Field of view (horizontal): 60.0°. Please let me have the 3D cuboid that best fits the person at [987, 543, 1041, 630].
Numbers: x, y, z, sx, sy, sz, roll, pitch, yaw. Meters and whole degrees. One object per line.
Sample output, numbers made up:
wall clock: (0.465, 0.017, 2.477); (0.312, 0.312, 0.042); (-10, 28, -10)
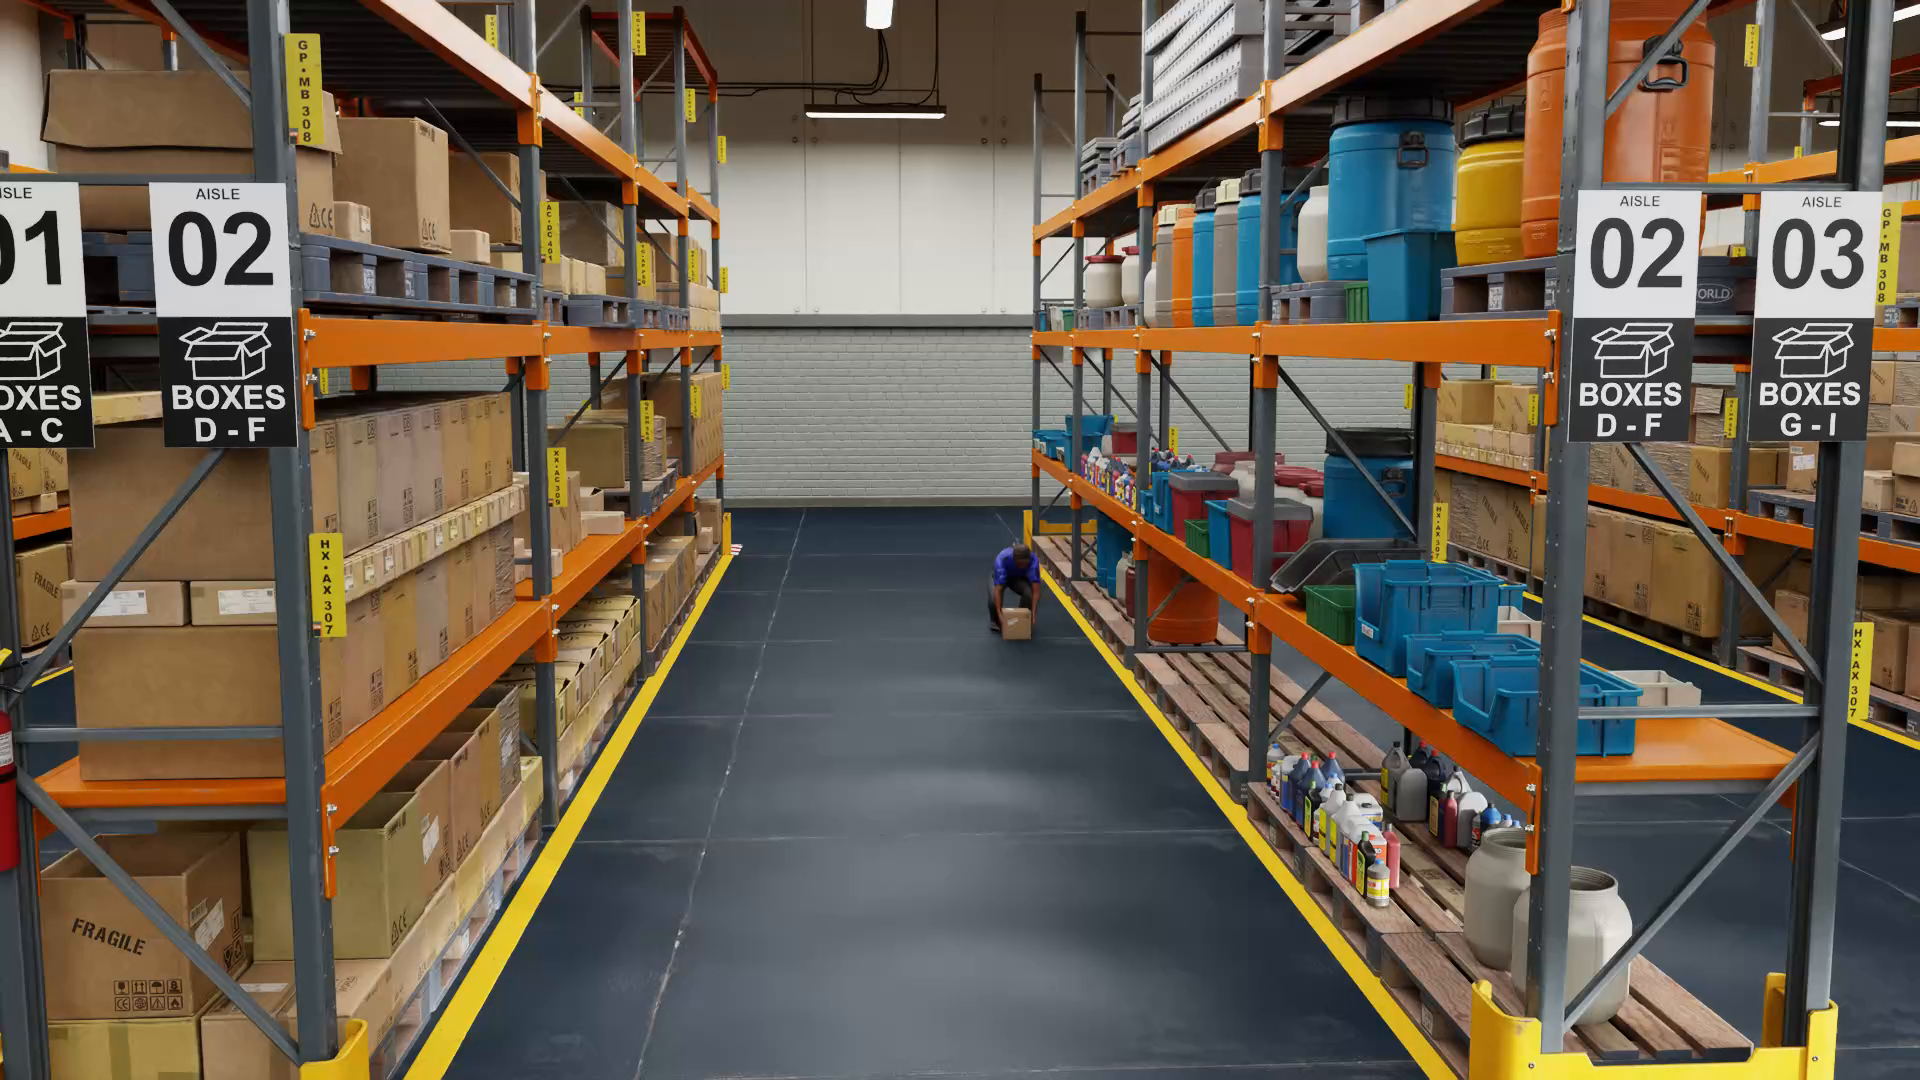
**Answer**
person: (0.498, 0.429, 15.589); (0.481, 0.861, 0.814); (-1, 7, -4)
